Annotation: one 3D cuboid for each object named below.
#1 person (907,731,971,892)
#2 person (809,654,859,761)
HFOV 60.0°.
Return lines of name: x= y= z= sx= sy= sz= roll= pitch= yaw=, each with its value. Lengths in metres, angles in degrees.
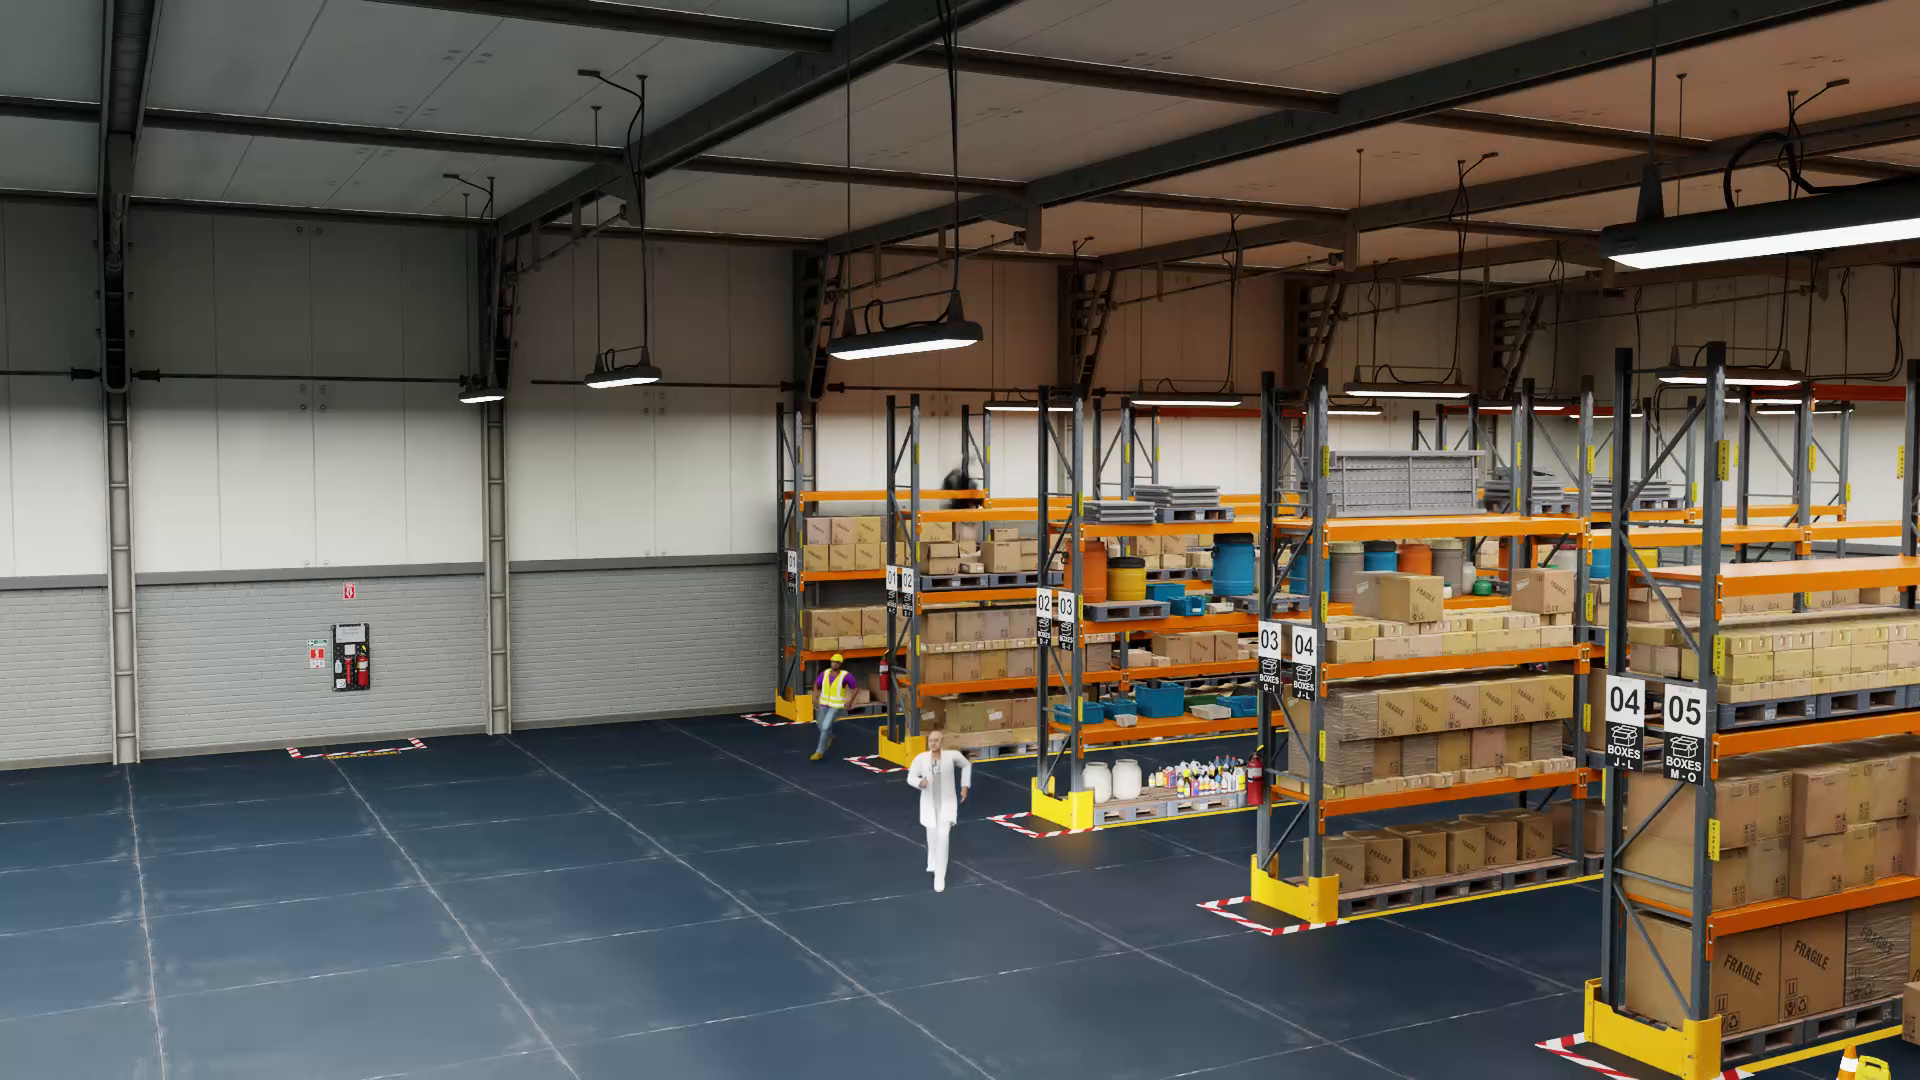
person: x=-0.240 y=3.161 z=19.723 sx=0.728 sy=1.834 sz=0.990 roll=1 pitch=3 yaw=10
person: x=-2.107 y=2.741 z=27.503 sx=0.765 sy=1.724 sz=0.915 roll=1 pitch=3 yaw=20
